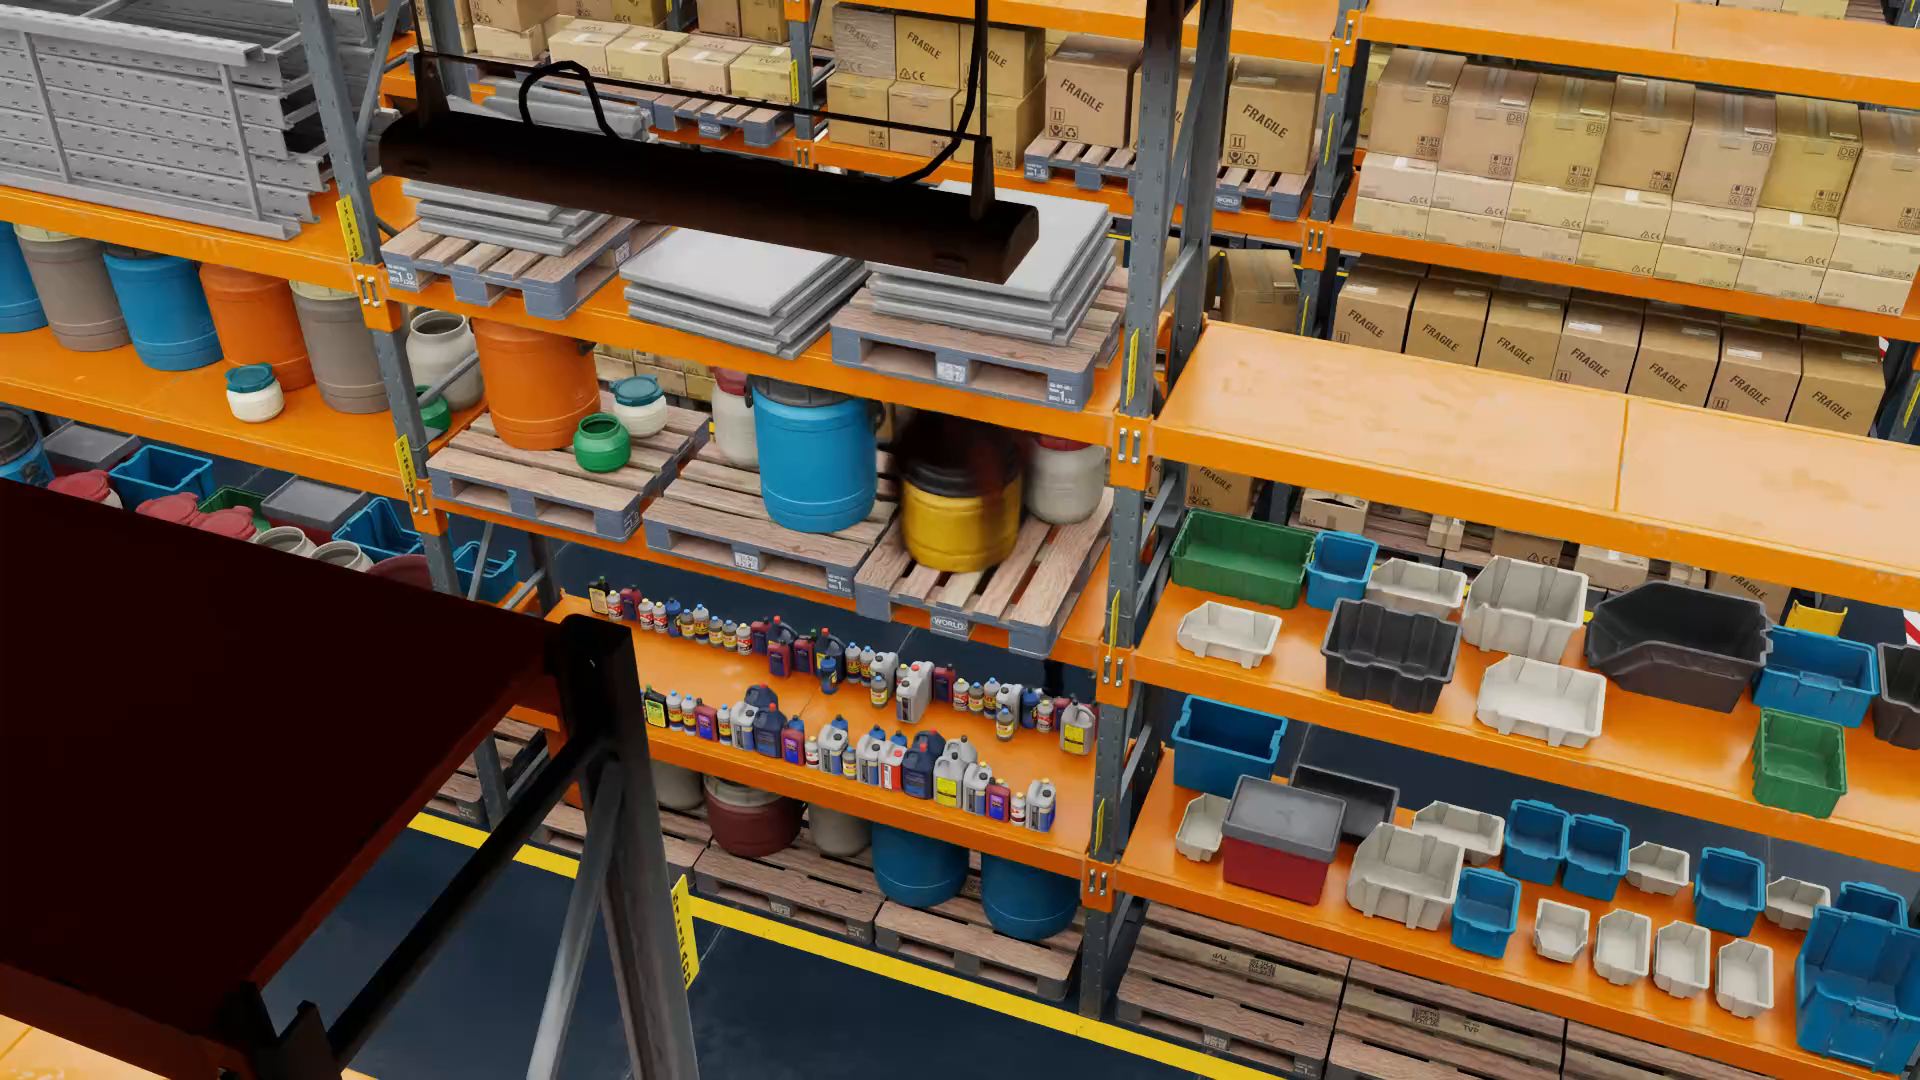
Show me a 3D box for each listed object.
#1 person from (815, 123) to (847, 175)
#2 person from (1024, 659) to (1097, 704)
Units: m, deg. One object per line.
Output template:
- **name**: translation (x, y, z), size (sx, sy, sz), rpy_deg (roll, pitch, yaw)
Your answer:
- **person**: translation (-1.300, -3.168, 16.181), size (0.562, 1.792, 0.478), rpy_deg (-22, 42, -27)
- **person**: translation (0.740, 0.489, 11.181), size (0.612, 1.579, 0.468), rpy_deg (5, 37, 7)
